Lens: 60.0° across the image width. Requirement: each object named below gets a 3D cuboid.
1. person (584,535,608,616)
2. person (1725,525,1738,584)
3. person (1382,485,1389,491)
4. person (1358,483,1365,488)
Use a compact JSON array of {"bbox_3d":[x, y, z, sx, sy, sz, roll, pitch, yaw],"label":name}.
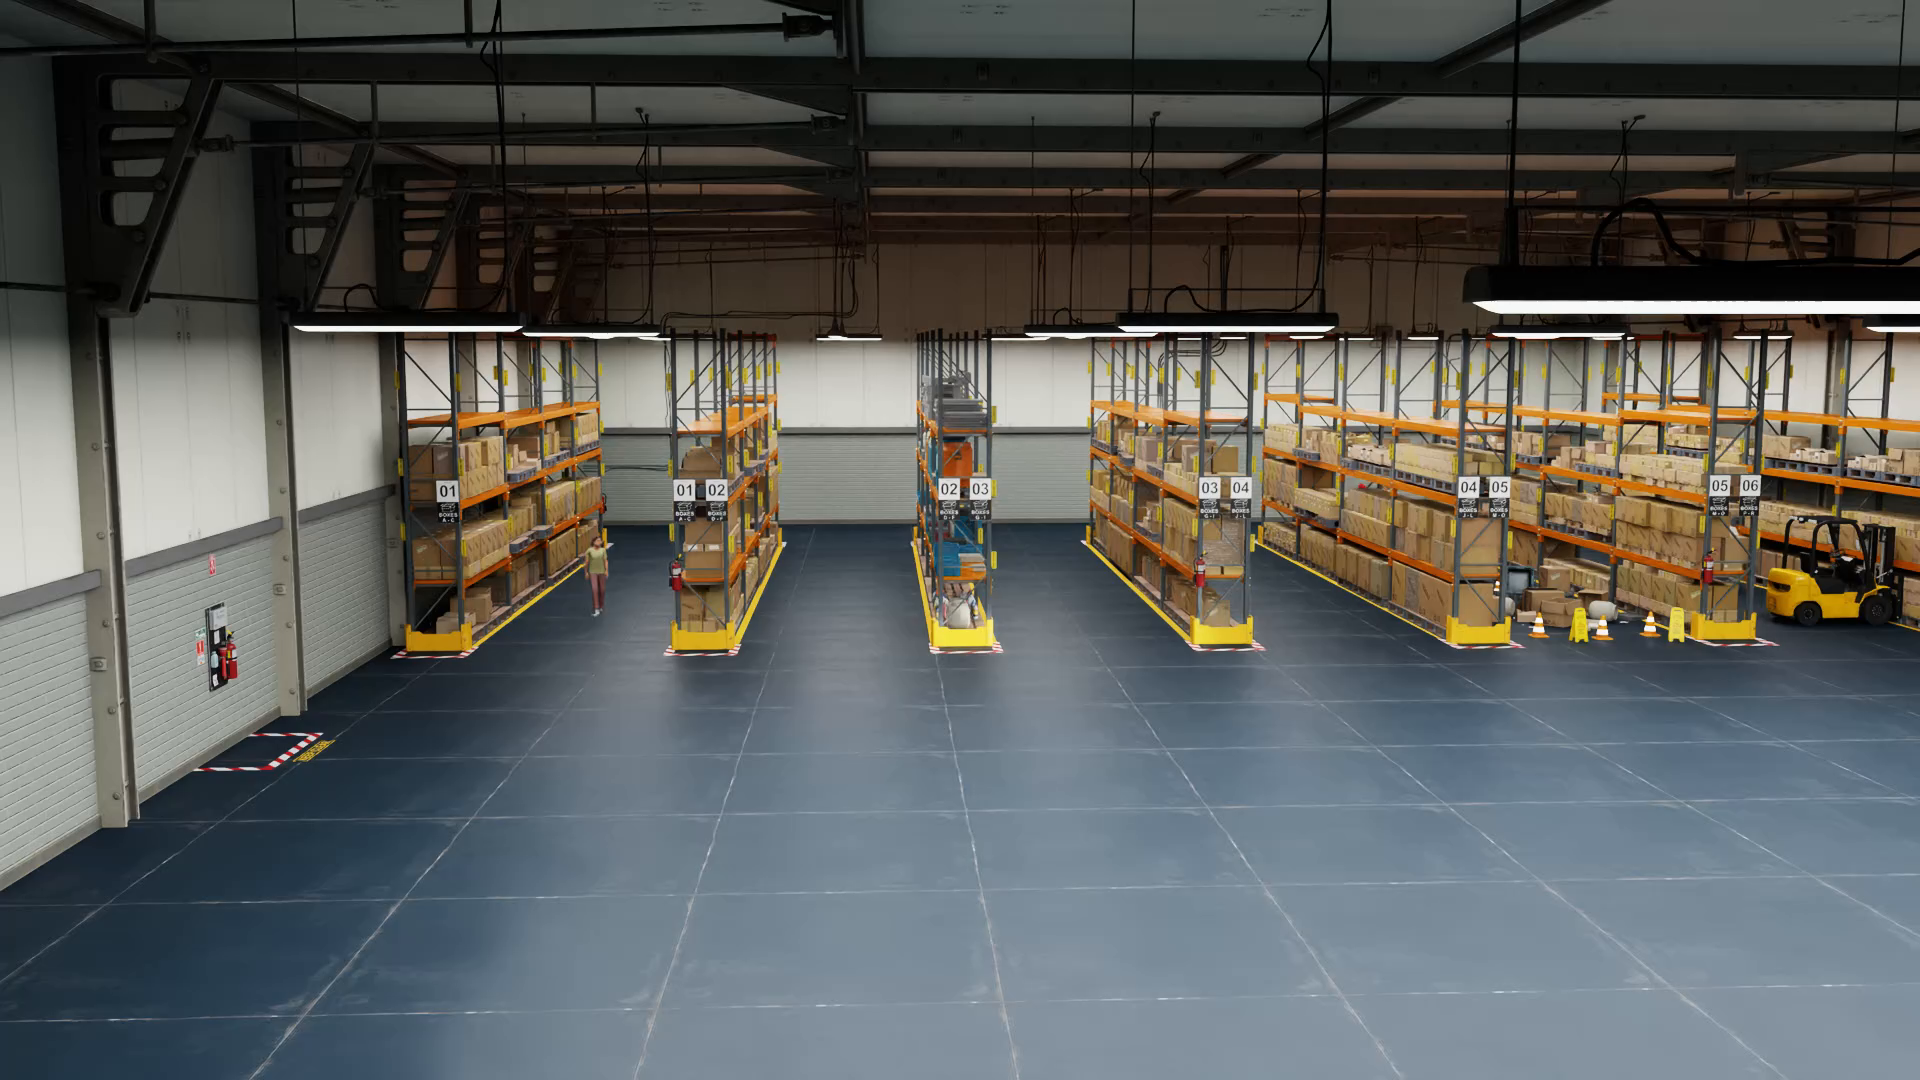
[{"bbox_3d":[-7.685,0.745,35.384,0.472,1.663,0.762,-4,8,-28],"label":"person"},{"bbox_3d":[18.060,0.280,39.048,0.604,1.711,0.700,-2,7,-18],"label":"person"},{"bbox_3d":[12.660,-0.895,49.393,1.014,1.591,0.473,-1,7,-9],"label":"person"},{"bbox_3d":[11.436,-0.733,47.344,0.914,1.762,0.536,-5,9,-39],"label":"person"}]
